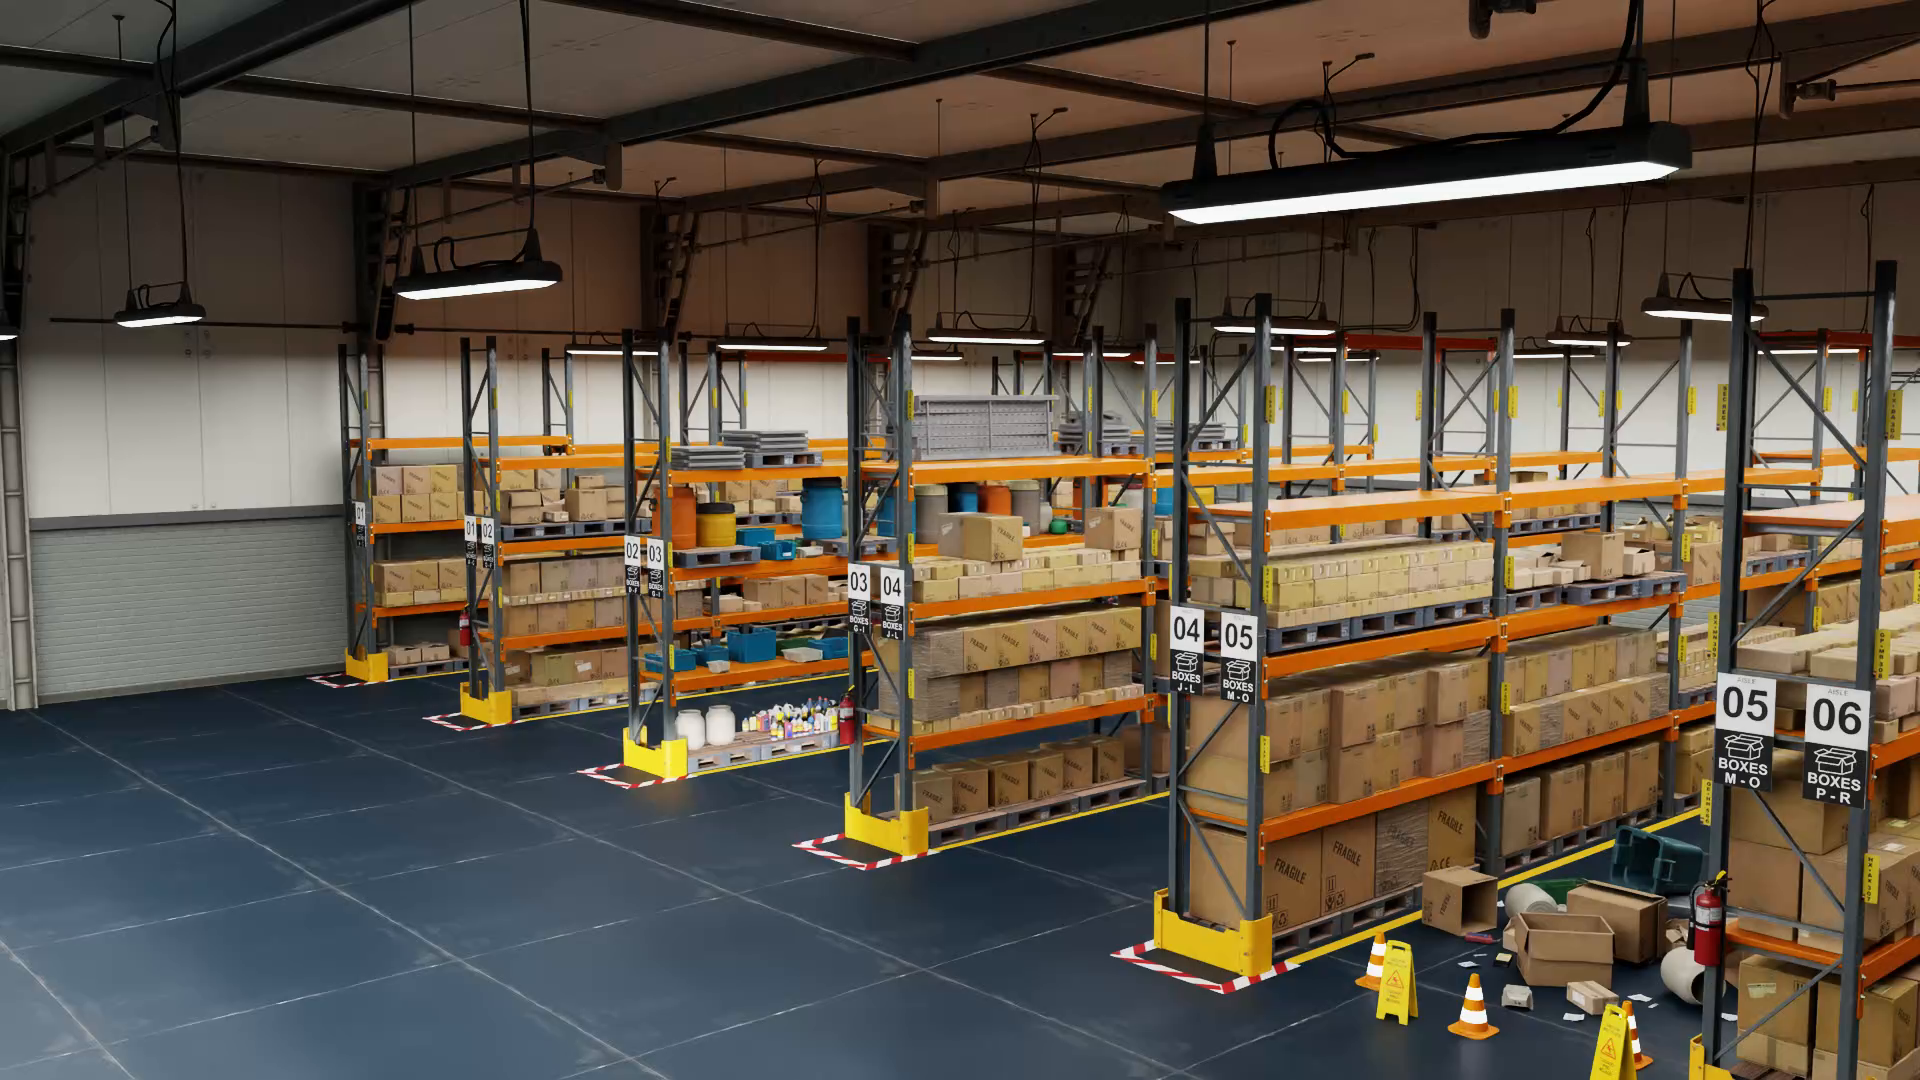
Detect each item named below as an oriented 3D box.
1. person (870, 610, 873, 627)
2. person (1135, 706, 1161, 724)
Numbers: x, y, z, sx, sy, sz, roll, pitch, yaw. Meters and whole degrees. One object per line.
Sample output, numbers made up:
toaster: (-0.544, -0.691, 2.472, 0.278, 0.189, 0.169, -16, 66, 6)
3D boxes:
person: (-2.076, 1.112, 35.404, 0.520, 1.736, 1.019, 5, 7, 42)
person: (2.785, 2.054, 24.917, 0.567, 1.773, 0.534, -3, 6, -33)
